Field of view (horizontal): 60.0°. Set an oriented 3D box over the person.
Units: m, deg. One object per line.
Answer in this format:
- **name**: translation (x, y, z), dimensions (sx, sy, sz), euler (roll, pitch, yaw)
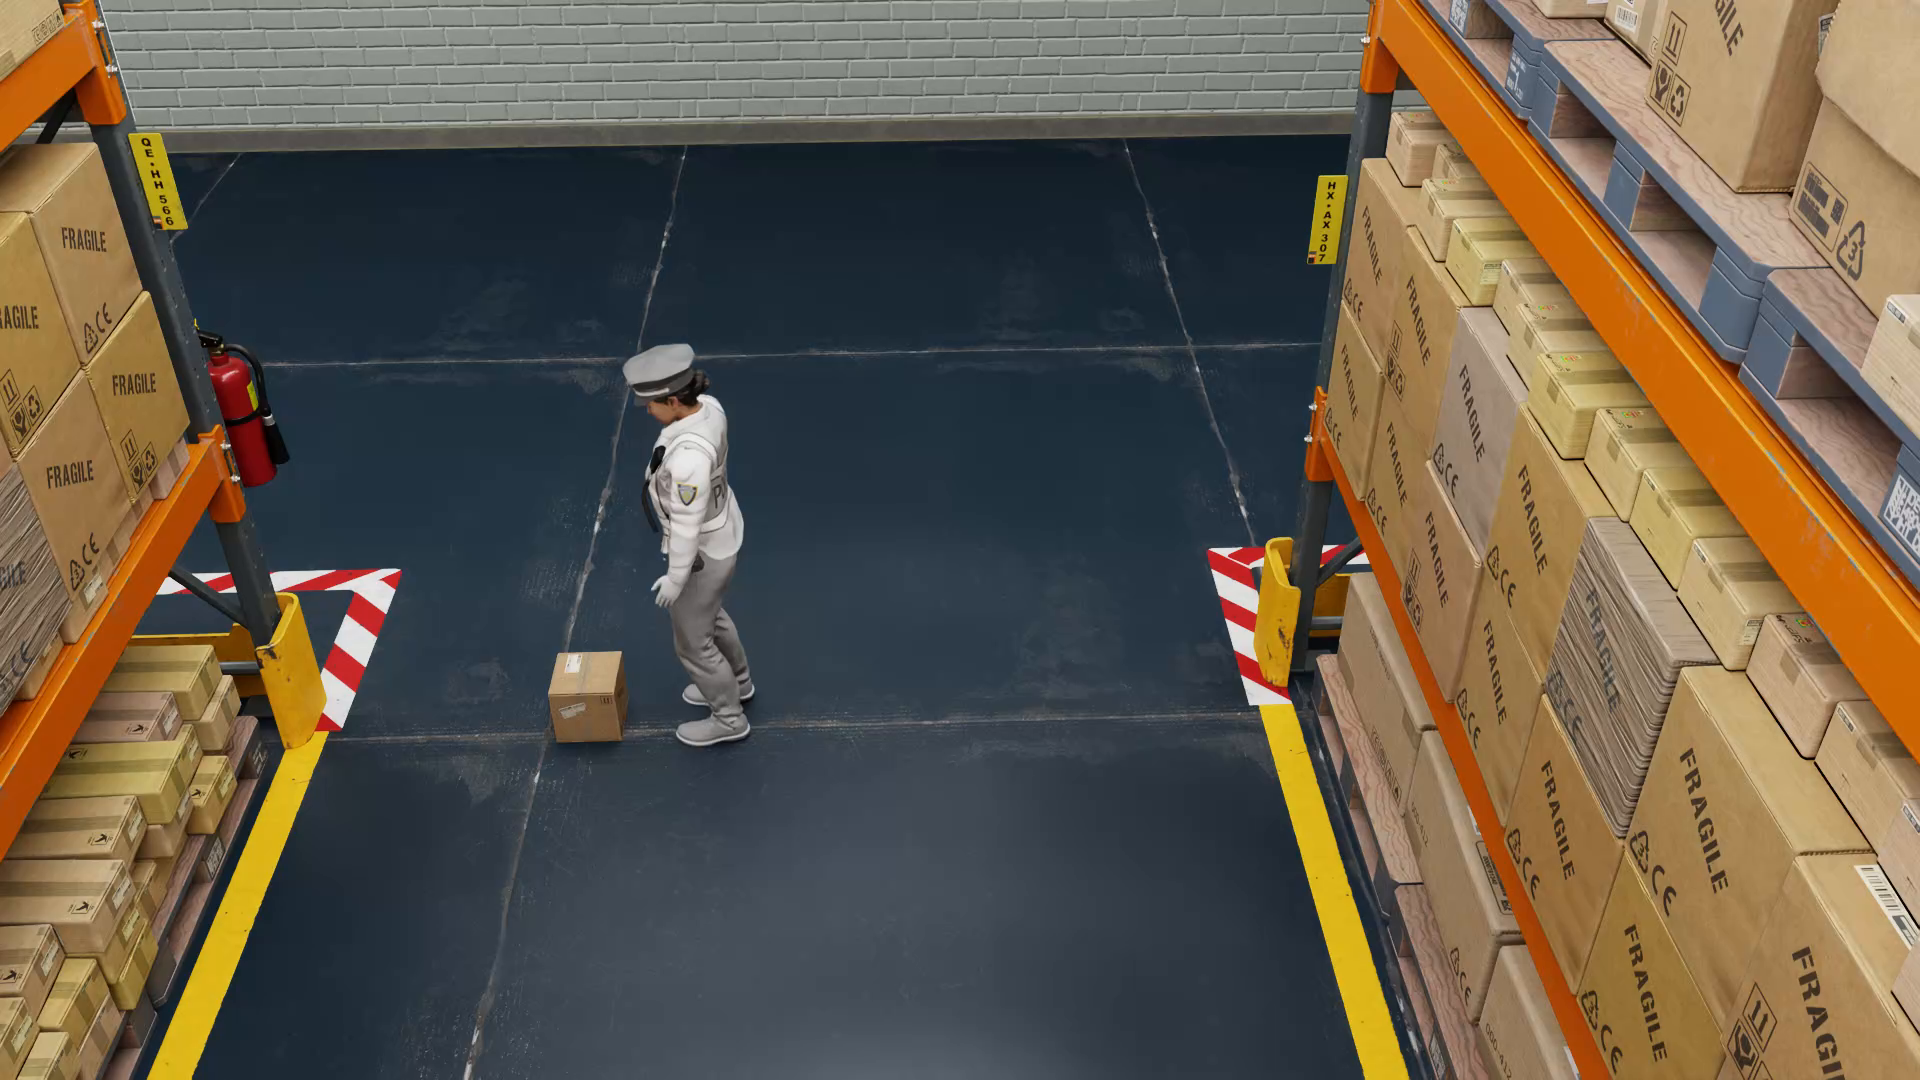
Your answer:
- **person**: translation (-0.967, 0.048, 6.094), dimensions (0.352, 1.657, 0.479), euler (-1, 35, -1)
